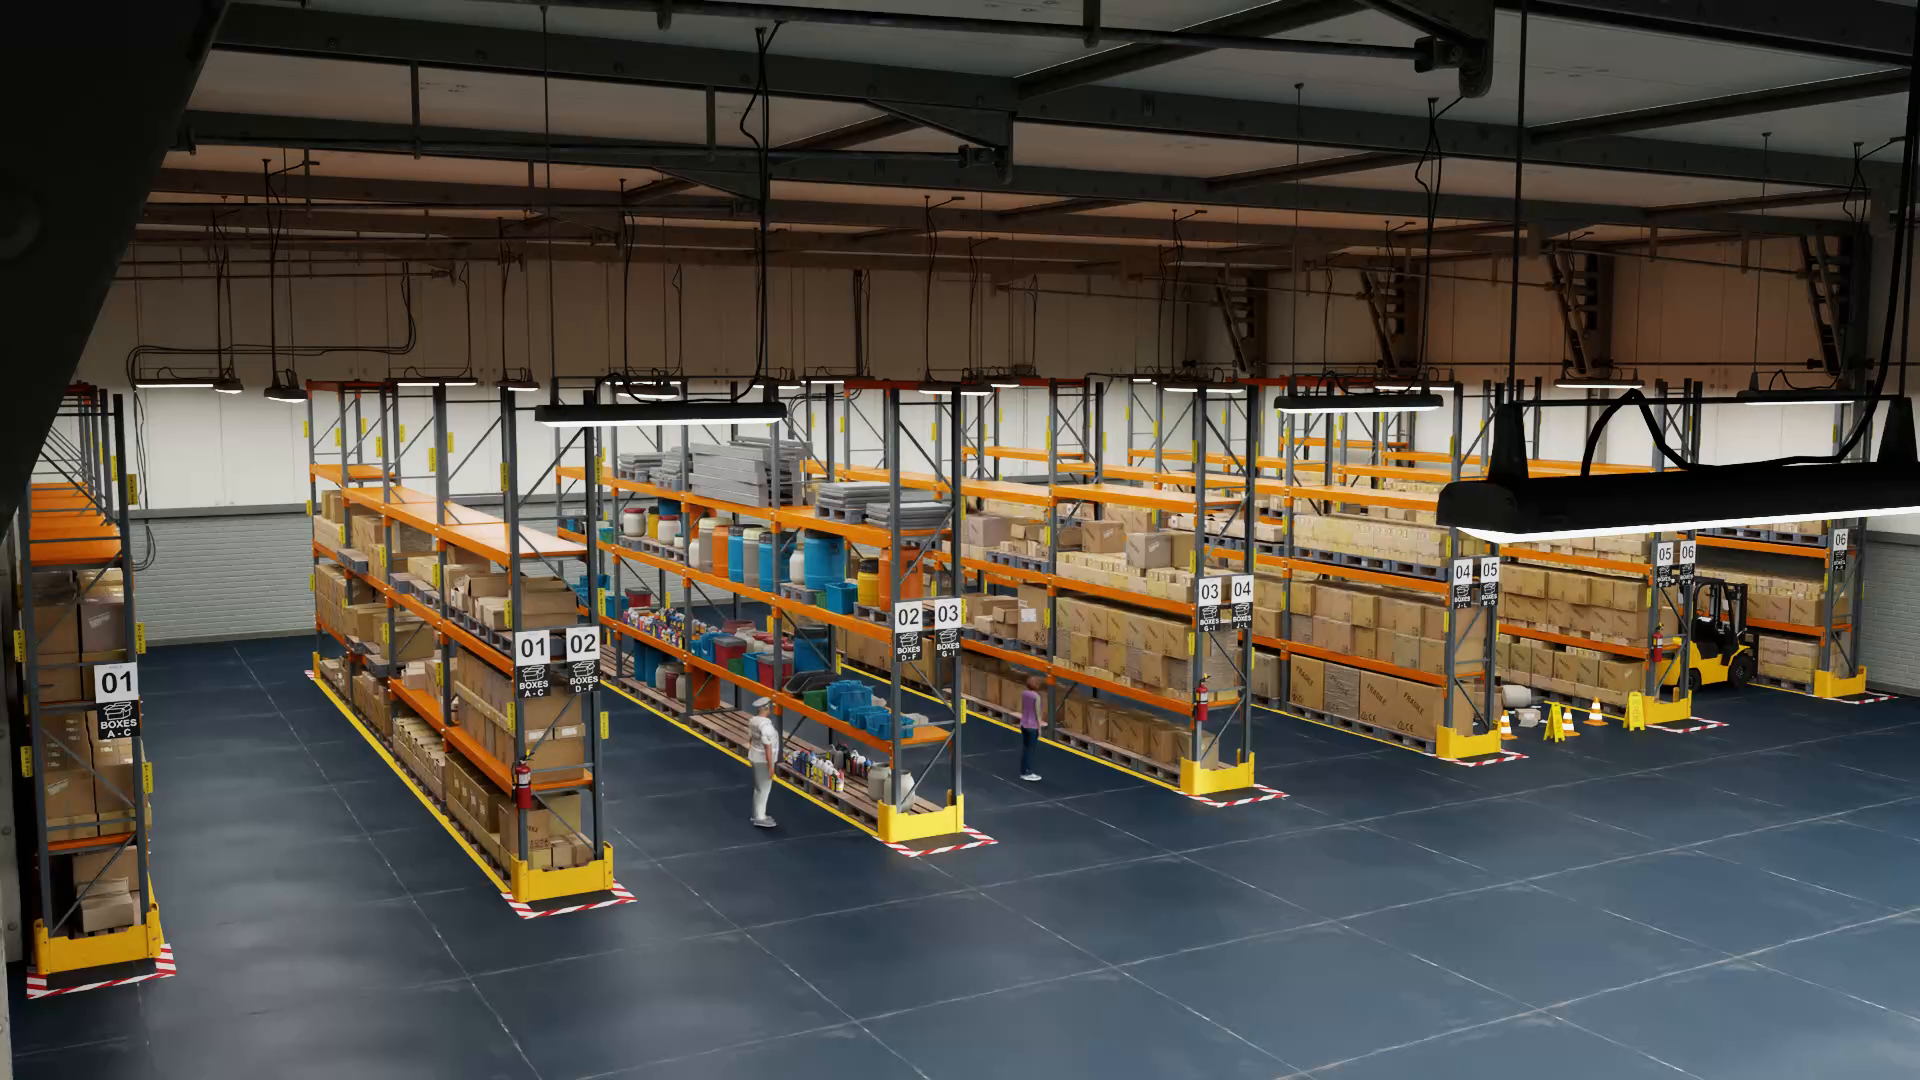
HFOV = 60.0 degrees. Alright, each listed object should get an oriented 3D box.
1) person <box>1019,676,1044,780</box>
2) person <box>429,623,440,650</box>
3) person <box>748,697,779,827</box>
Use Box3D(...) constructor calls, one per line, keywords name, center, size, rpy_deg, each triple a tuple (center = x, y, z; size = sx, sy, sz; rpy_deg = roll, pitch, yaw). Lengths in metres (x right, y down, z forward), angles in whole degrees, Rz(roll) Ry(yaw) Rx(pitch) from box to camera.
Box3D(name="person", center=(1.084, 2.853, 25.232), size=(0.322, 1.608, 0.431), rpy_deg=(-4, 7, -35))
Box3D(name="person", center=(-10.587, 1.876, 33.884), size=(0.551, 1.674, 1.008), rpy_deg=(-4, 7, -34))
Box3D(name="person", center=(-2.686, 3.030, 22.794), size=(0.403, 1.779, 0.640), rpy_deg=(-2, 6, -20))
